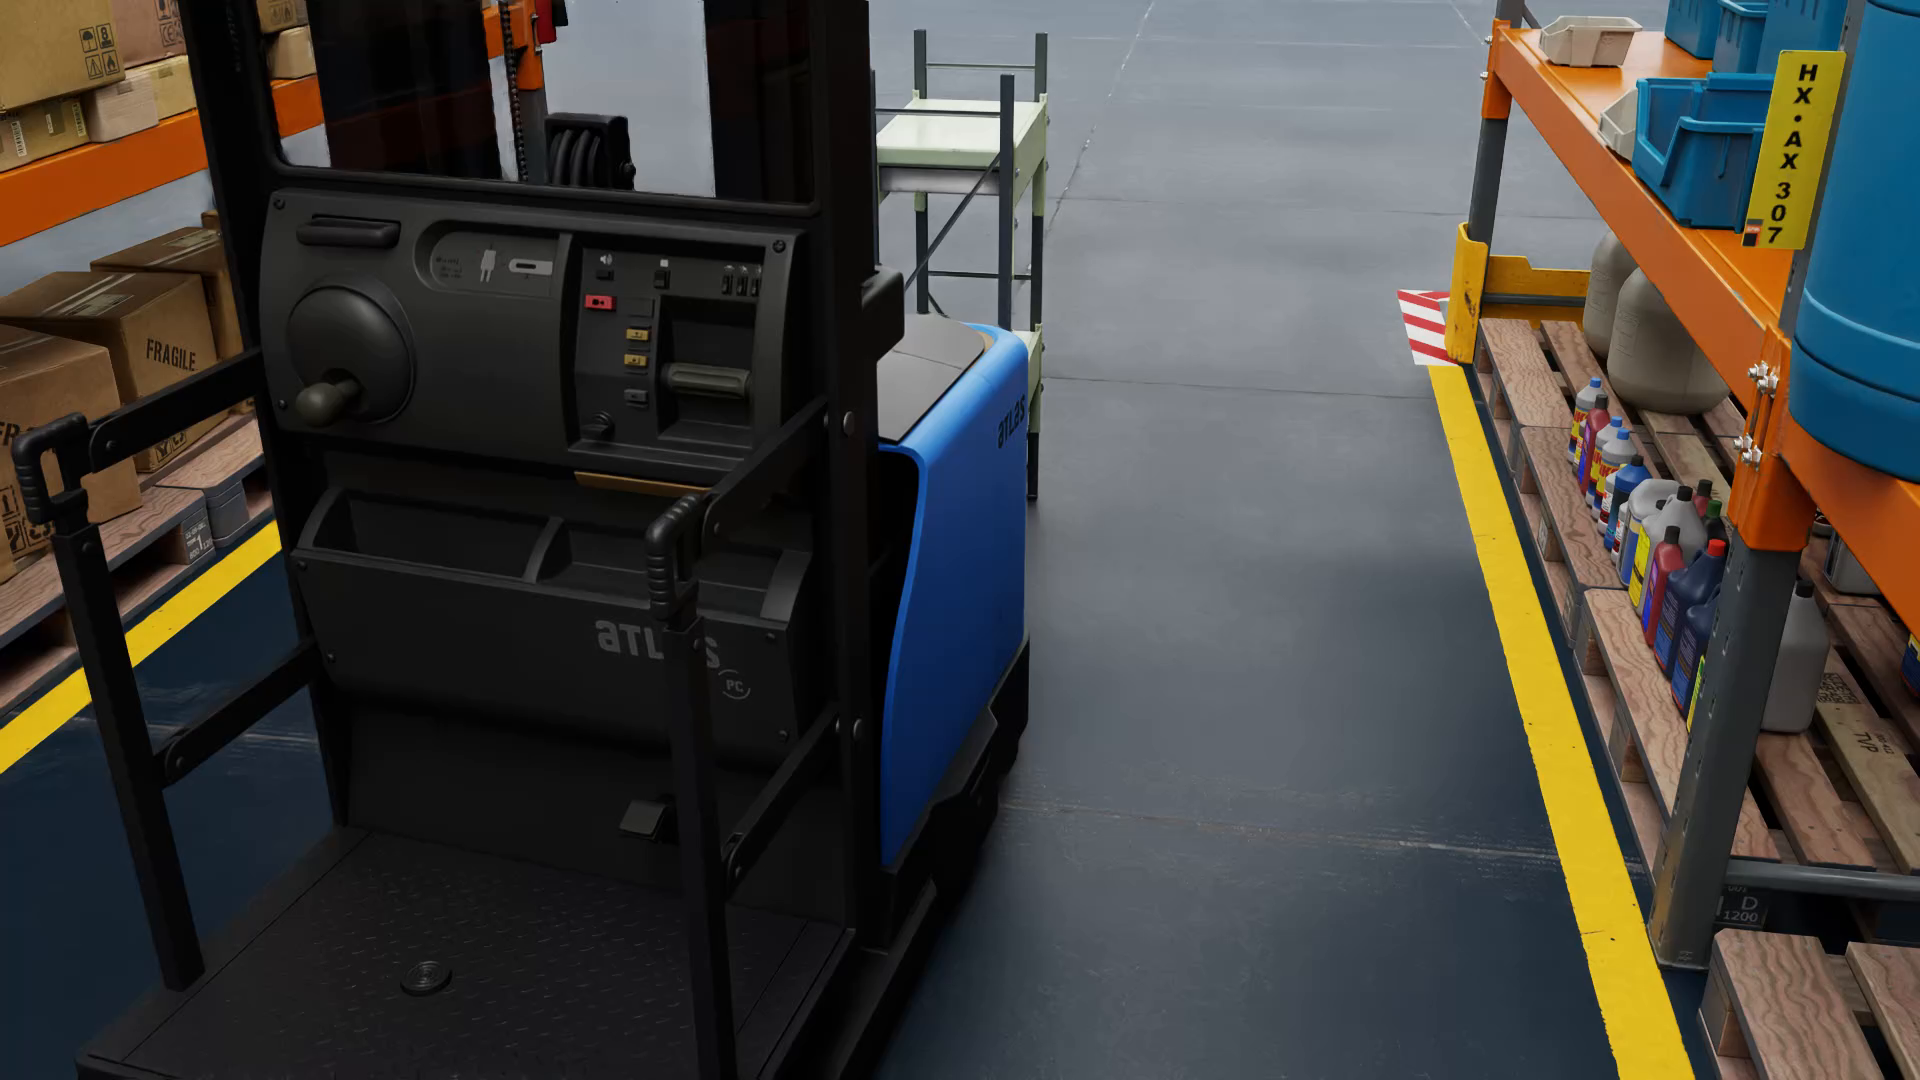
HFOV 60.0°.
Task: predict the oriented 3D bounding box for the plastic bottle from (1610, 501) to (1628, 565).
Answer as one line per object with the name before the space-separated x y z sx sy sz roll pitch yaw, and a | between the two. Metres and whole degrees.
plastic bottle | 1.851 -0.032 4.562 0.097 0.201 0.097 0 25 0

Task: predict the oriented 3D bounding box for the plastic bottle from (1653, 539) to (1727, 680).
plastic bottle | 1.776 0.154 3.987 0.144 0.351 0.185 3 25 6

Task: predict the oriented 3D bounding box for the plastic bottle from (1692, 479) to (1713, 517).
plastic bottle | 1.964 -0.011 4.420 0.061 0.283 0.133 4 25 9

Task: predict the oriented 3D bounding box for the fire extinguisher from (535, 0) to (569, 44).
fire extinguisher | -1.836 -2.473 7.087 0.296 0.674 0.183 4 25 9

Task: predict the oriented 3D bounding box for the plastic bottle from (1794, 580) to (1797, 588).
plastic bottle | 1.926 0.188 4.004 0.152 0.276 0.135 4 25 9

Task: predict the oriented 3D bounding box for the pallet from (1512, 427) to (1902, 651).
pallet | 2.272 -0.003 5.008 1.003 0.211 1.213 4 25 9

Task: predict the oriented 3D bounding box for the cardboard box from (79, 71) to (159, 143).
cardboard box | -2.451 -1.192 4.554 0.380 0.149 0.250 4 25 9

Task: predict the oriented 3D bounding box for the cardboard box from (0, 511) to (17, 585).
cardboard box | -2.858 -0.042 4.255 0.500 0.500 0.500 3 25 7

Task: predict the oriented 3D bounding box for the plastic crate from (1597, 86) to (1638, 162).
plastic crate | 1.939 -1.054 4.274 0.530 0.136 0.437 4 25 9

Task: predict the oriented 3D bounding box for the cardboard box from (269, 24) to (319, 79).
cardboard box | -2.293 -1.611 5.449 0.380 0.149 0.250 4 25 9

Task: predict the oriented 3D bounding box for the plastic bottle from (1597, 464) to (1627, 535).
plastic bottle | 1.885 -0.118 4.746 0.097 0.201 0.097 0 25 0

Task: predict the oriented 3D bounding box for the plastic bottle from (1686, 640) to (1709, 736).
plastic bottle | 1.677 0.331 3.691 0.061 0.283 0.133 5 26 11

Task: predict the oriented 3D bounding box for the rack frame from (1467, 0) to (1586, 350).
rack frame | 2.577 -2.149 6.304 1.000 3.000 0.127 4 25 9

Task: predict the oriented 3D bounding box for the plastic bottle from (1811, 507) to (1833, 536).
plastic bottle | 2.493 -0.122 4.754 0.097 0.201 0.097 0 25 0

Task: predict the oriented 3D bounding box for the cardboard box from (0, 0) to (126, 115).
cardboard box | -2.712 -1.390 4.213 0.875 0.500 0.500 4 25 9

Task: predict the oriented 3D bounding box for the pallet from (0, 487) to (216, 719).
pallet | -2.888 0.160 4.659 1.003 0.211 1.213 4 25 9

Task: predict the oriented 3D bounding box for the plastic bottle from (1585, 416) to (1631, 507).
plastic bottle | 1.918 -0.233 4.909 0.097 0.271 0.097 0 25 0

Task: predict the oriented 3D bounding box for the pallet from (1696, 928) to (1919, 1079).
pallet | 1.834 1.118 2.613 1.003 0.211 1.213 4 25 9

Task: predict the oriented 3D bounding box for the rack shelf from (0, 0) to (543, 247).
rack shelf | -2.636 -1.330 5.402 1.077 0.370 4.000 4 25 9

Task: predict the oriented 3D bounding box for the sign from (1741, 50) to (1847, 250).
sign | 1.383 -0.644 2.762 0.100 0.325 0.005 4 25 9

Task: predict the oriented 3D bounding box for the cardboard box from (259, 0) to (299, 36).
cardboard box | -2.607 -1.813 5.115 0.875 0.500 0.500 4 25 9

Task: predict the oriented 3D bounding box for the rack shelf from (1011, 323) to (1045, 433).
rack shelf | 0.001 -0.387 5.076 0.431 0.370 0.720 4 25 9

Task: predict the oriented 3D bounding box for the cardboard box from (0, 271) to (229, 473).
cardboard box | -2.748 -0.547 5.334 0.500 0.500 0.500 2 25 4

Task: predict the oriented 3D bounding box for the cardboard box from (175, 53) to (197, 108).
cardboard box | -2.399 -1.403 5.006 0.380 0.149 0.250 4 25 9

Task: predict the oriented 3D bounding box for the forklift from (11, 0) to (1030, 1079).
forklift | -0.758 -0.301 2.436 1.130 2.935 3.031 8 26 16

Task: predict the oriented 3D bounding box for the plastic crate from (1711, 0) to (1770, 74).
plastic crate | 2.679 -1.581 5.264 0.499 0.251 0.408 4 25 9

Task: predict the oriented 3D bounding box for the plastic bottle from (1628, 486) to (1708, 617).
plastic bottle | 1.829 0.019 4.276 0.144 0.351 0.185 4 25 8

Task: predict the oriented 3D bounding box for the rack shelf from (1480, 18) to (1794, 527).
rack shelf | 2.250 -0.987 4.669 1.077 0.370 4.000 4 25 9

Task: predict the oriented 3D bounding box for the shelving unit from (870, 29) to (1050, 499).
shelving unit | 0.001 -0.682 4.938 0.431 1.500 0.755 4 25 9

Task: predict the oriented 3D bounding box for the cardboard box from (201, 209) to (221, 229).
cardboard box | -2.491 -1.038 6.383 0.500 0.500 0.500 11 27 22

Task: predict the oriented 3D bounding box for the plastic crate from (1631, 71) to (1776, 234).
plastic crate | 1.837 -0.891 3.790 0.499 0.251 0.616 4 25 9

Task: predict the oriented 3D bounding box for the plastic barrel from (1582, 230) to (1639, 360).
plastic barrel | 2.545 -0.932 6.143 0.421 0.512 0.421 0 25 0

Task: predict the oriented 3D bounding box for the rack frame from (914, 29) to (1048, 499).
rack frame | 0.061 -0.835 5.265 0.400 1.500 0.023 4 25 9

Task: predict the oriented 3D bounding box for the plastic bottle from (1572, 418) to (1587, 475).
plastic bottle | 1.957 -0.301 5.137 0.097 0.201 0.097 0 25 0

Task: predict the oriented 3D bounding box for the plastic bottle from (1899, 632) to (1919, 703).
plastic bottle | 2.323 0.205 3.879 0.144 0.351 0.185 4 25 9

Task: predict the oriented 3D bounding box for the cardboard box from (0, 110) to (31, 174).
cardboard box | -2.564 -0.985 4.112 0.380 0.149 0.250 4 25 9
